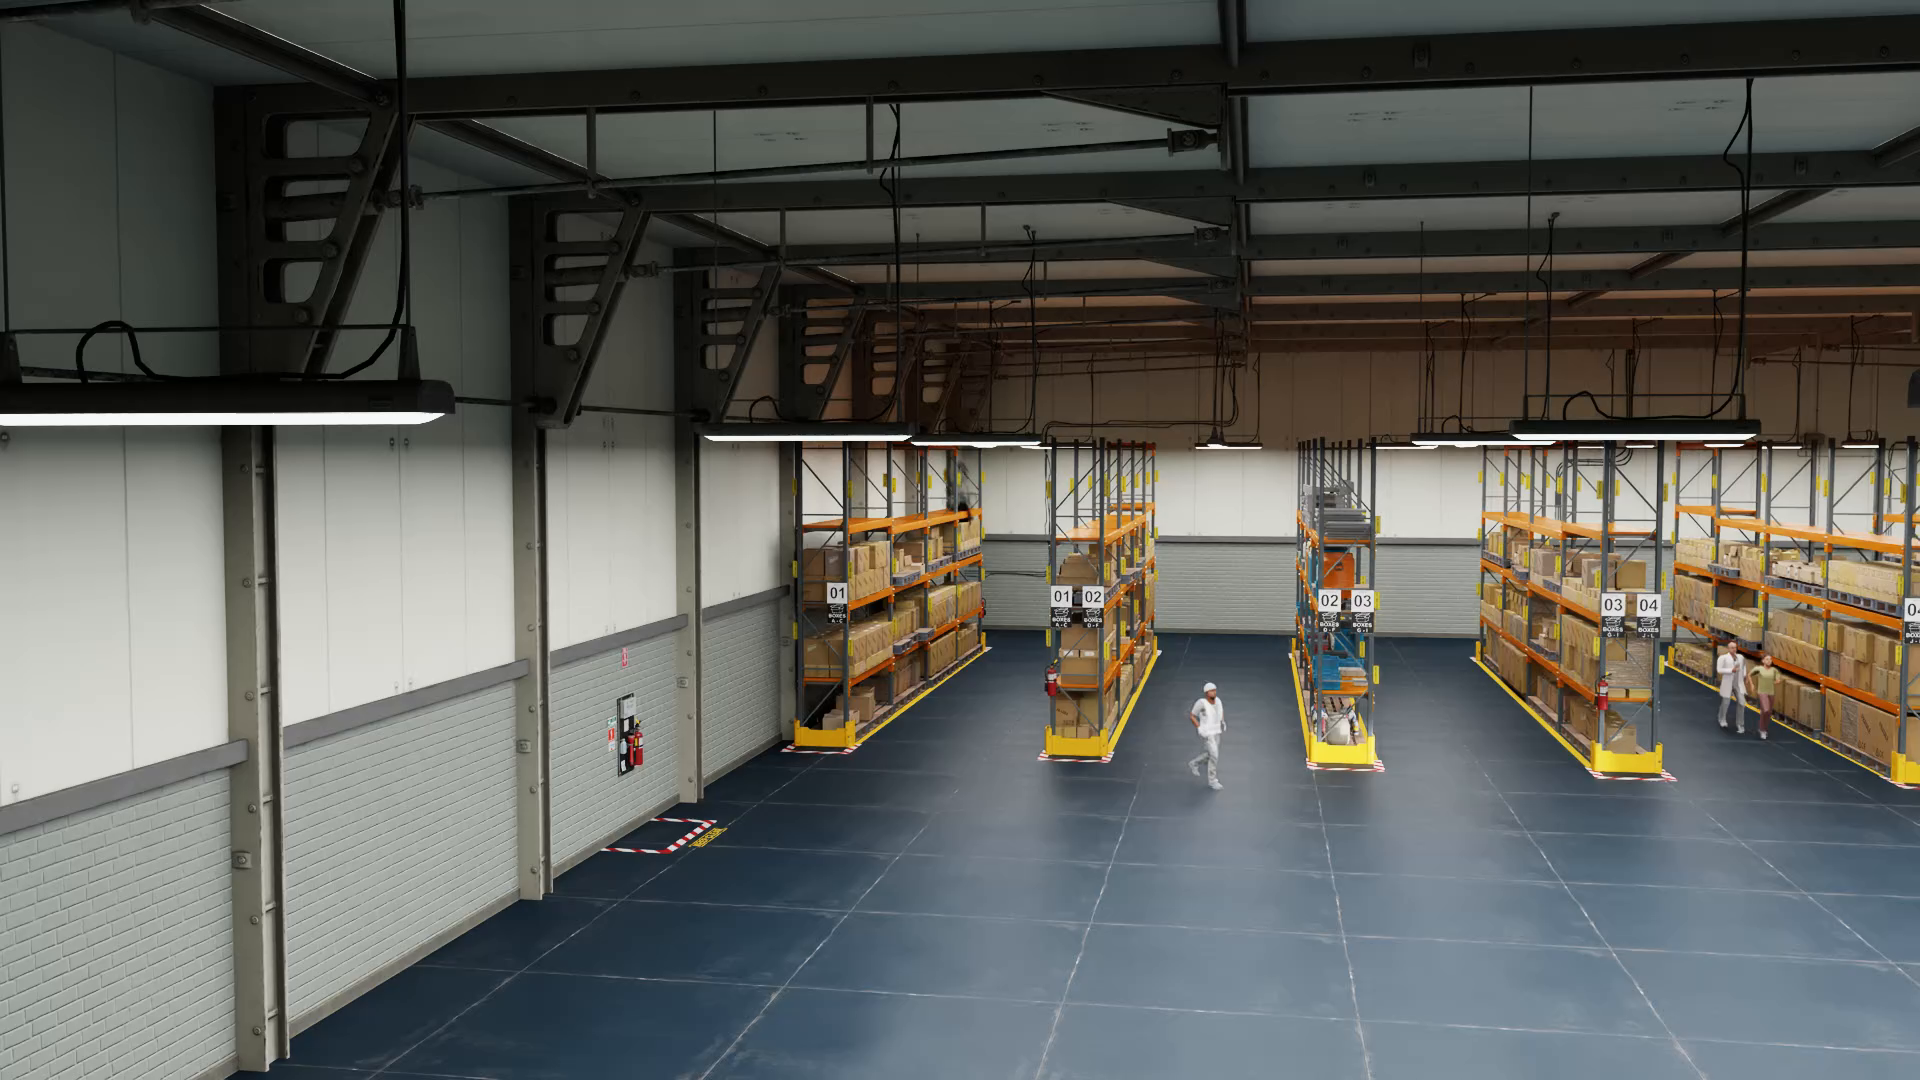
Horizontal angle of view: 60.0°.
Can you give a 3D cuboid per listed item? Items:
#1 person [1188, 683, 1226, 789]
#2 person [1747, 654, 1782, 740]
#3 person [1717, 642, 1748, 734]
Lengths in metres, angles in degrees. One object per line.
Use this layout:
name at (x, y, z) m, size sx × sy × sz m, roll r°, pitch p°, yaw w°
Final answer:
person at (4.228, 3.329, 28.540) m, size 0.677 × 1.795 × 0.817 m, roll -2°, pitch 4°, yaw -39°
person at (16.131, 3.125, 33.295) m, size 0.544 × 1.715 × 0.715 m, roll 0°, pitch 3°, yaw 1°
person at (15.874, 3.020, 34.204) m, size 0.677 × 1.846 × 0.866 m, roll 0°, pitch 3°, yaw 5°
